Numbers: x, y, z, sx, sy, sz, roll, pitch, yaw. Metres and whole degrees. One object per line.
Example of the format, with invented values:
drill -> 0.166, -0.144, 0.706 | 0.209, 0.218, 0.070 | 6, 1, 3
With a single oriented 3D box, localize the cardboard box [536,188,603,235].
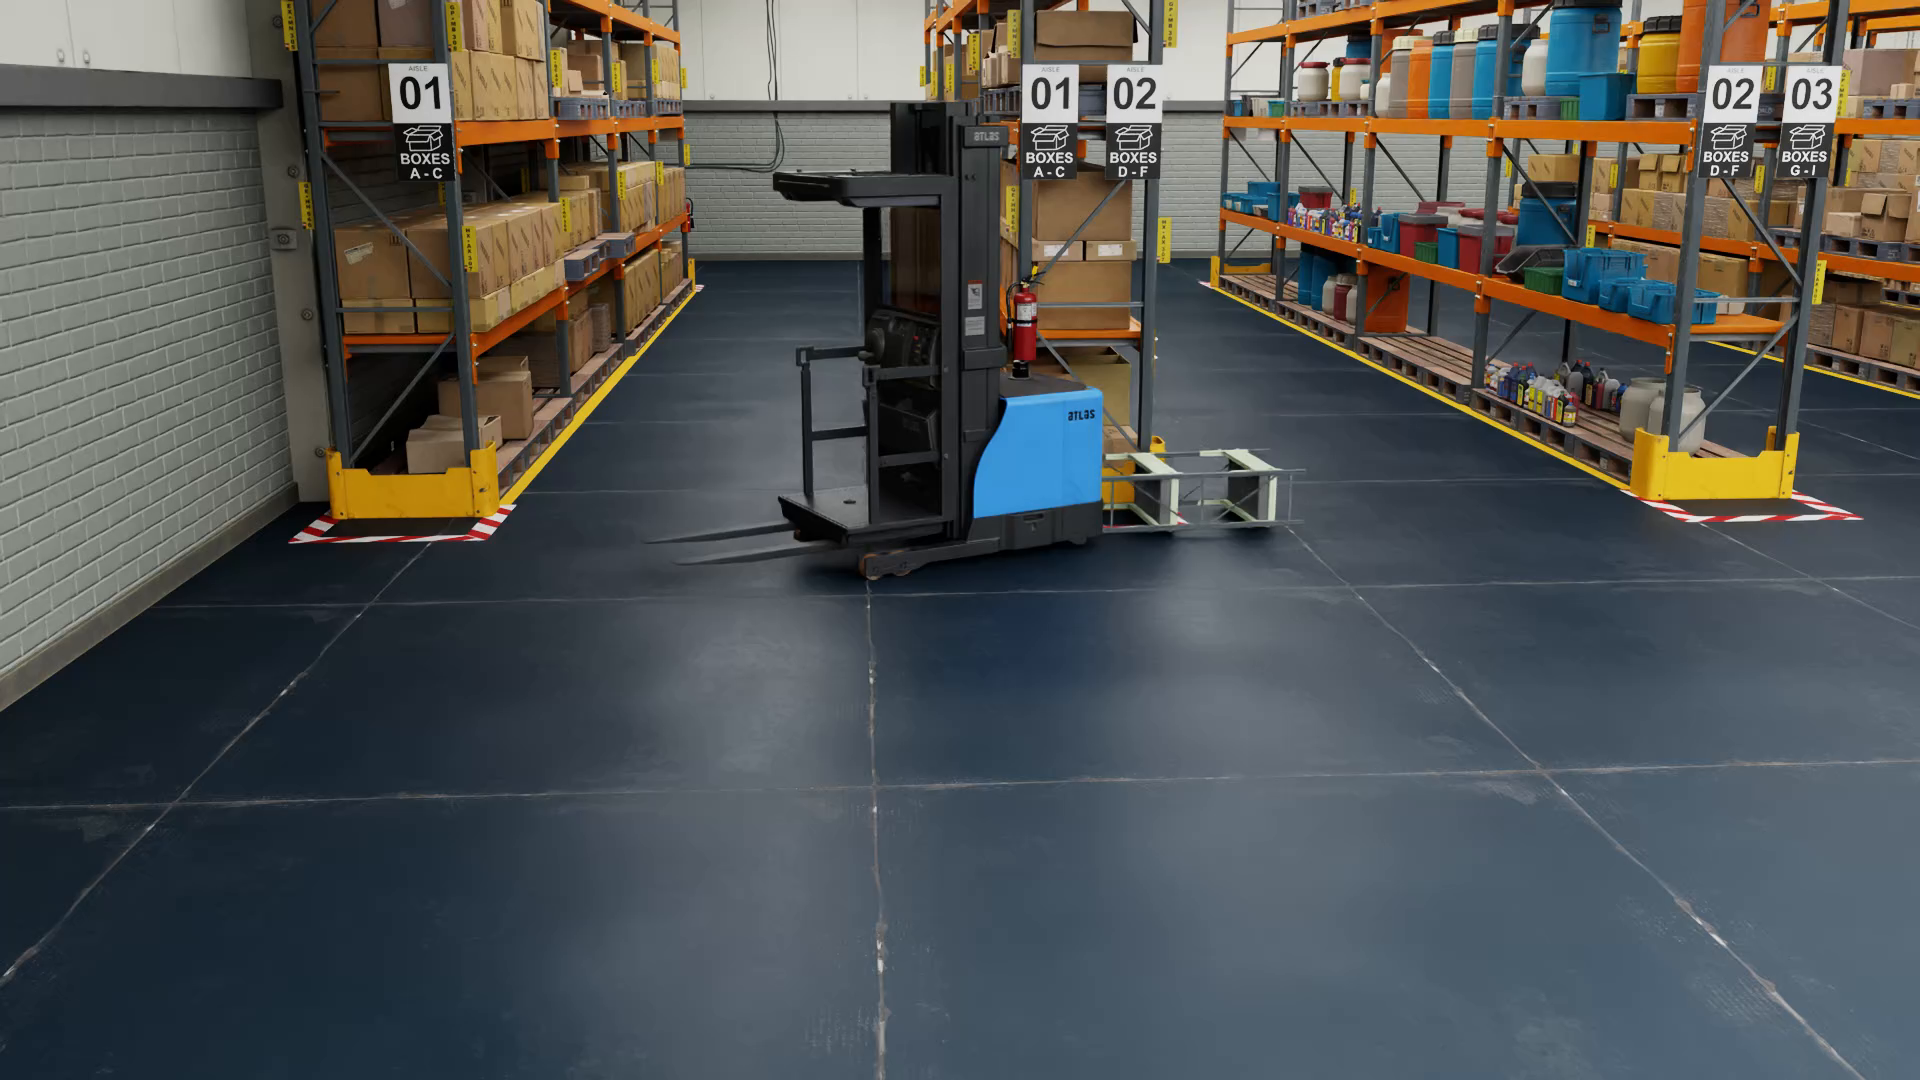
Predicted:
cardboard box -> -4.475, -3.770, 19.076 | 0.700, 0.500, 0.500 | -3, 15, -10

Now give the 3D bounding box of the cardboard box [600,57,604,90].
cardboard box -> -4.687, -5.590, 20.130 | 0.700, 0.500, 0.500 | -2, 15, -7

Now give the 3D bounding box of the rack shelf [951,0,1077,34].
rack shelf -> 0.554, -5.569, 17.357 | 1.077, 0.370, 4.000 | -1, 14, -3

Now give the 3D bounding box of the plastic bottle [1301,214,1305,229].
plastic bottle -> 4.783, -4.411, 23.051 | 0.097, 0.201, 0.097 | 0, 14, 0

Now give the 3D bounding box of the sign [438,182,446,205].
sign -> -4.820, -3.182, 15.550 | 0.100, 0.325, 0.005 | -1, 14, -3

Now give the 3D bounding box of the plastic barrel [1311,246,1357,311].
plastic barrel -> 5.187, -3.649, 23.056 | 0.600, 0.901, 0.708 | -1, 14, -3

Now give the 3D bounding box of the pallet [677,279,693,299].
pallet -> -4.882, -4.067, 26.909 | 1.003, 0.211, 1.213 | -1, 14, -3

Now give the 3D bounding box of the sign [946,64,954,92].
sign -> -0.112, -5.398, 19.429 | 0.100, 0.325, 0.005 | -1, 14, -3

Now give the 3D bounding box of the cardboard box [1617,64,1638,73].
cardboard box -> 9.961, -6.796, 24.657 | 0.700, 0.500, 0.500 | -2, 15, -7

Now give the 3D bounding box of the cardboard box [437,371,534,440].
cardboard box -> -4.002, -1.137, 14.058 | 0.700, 0.500, 0.500 | -2, 15, -7

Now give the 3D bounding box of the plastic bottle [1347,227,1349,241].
plastic bottle -> 4.920, -3.862, 20.917 | 0.097, 0.201, 0.097 | 0, 14, 0

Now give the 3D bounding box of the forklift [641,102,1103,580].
forklift -> -0.558, -1.315, 10.754 | 3.031, 2.935, 1.130 | -8, 17, -29

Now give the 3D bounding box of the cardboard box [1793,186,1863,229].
cardboard box -> 10.391, -3.973, 19.904 | 0.500, 0.500, 0.500 | -3, 15, -10

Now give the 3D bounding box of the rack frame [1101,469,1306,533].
rack frame -> 1.688, -0.272, 11.600 | 1.500, 0.400, 0.023 | -2, 15, -9

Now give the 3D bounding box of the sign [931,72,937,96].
sign -> -0.359, -6.390, 23.286 | 0.100, 0.325, 0.005 | -1, 14, -3

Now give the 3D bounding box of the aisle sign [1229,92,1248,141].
aisle sign -> 4.577, -7.040, 27.652 | 0.394, 0.787, 0.004 | -1, 14, -3

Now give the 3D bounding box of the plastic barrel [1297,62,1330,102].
plastic barrel -> 4.909, -6.360, 23.091 | 0.433, 0.535, 0.433 | 0, 14, 0

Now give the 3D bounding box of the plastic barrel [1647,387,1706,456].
plastic barrel -> 5.753, -0.950, 13.348 | 0.421, 0.512, 0.421 | 0, 14, 0

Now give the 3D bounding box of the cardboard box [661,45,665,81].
cardboard box -> -4.564, -6.925, 24.152 | 0.500, 0.500, 0.500 | -1, 14, -5

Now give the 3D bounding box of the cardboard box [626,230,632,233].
cardboard box -> -4.242, -3.729, 20.464 | 0.380, 0.149, 0.250 | 0, 14, -2

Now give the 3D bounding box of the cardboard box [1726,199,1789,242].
cardboard box -> 10.040, -4.022, 20.938 | 0.500, 0.500, 0.500 | 0, 14, -2

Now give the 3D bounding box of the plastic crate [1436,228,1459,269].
plastic crate -> 5.243, -3.045, 17.375 | 0.392, 0.384, 0.575 | -1, 14, -3

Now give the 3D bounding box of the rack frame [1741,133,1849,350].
rack frame -> 10.317, -3.855, 20.489 | 1.000, 3.000, 0.127 | -1, 14, -3

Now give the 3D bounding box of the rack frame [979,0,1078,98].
rack frame -> 0.678, -5.613, 15.284 | 1.000, 3.000, 0.127 | -1, 14, -3

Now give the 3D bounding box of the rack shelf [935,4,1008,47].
rack shelf -> 0.306, -6.563, 21.223 | 1.077, 0.370, 4.000 | -1, 14, -3

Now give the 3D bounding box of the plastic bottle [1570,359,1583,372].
plastic bottle -> 5.949, -1.558, 15.995 | 0.144, 0.351, 0.185 | -1, 14, -5

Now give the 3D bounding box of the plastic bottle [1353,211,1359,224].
plastic bottle -> 5.412, -4.361, 22.716 | 0.097, 0.271, 0.097 | 0, 14, 0

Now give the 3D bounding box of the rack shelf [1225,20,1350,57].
rack shelf -> 5.002, -7.634, 25.383 | 1.077, 0.370, 4.000 | -1, 14, -3

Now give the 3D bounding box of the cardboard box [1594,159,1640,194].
cardboard box -> 9.774, -5.394, 24.671 | 0.500, 0.500, 0.500 | 0, 14, -2

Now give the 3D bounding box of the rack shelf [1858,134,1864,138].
rack shelf -> 14.902, -6.503, 26.204 | 1.077, 0.370, 4.000 | -1, 14, -3

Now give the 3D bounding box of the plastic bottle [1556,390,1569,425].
plastic bottle -> 5.293, -1.165, 14.603 | 0.061, 0.283, 0.133 | -1, 14, -2

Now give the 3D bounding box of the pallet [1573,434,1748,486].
pallet -> 5.773, -0.659, 13.662 | 1.003, 0.211, 1.213 | -1, 14, -3

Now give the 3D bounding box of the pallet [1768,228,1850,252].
pallet -> 10.468, -3.586, 19.830 | 1.213, 0.211, 1.003 | -1, 14, -3

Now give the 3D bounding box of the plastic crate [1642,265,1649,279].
plastic crate -> 5.961, -2.440, 15.290 | 0.499, 0.251, 0.616 | -1, 14, -3

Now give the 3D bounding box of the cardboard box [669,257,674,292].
cardboard box -> -4.763, -4.053, 25.434 | 0.700, 0.500, 0.500 | -1, 14, -2

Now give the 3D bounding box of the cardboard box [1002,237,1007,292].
cardboard box -> 0.751, -2.515, 15.081 | 0.700, 0.500, 0.500 | -1, 14, -4

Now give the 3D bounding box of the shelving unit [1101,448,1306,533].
shelving unit -> 1.626, -0.362, 11.949 | 1.500, 0.431, 0.755 | -2, 15, -9

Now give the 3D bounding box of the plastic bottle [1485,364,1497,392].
plastic bottle -> 5.204, -1.589, 16.276 | 0.097, 0.271, 0.097 | 0, 14, 0

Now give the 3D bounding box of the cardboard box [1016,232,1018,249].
cardboard box -> 0.648, -2.424, 13.427 | 0.380, 0.149, 0.250 | 0, 14, -2

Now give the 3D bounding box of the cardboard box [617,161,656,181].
cardboard box -> -4.478, -5.073, 22.882 | 0.500, 0.250, 0.500 | -1, 14, -2

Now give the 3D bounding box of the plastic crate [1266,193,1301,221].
plastic crate -> 4.757, -4.905, 24.483 | 0.392, 0.384, 0.575 | -1, 14, -3

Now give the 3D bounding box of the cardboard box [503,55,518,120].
cardboard box -> -3.878, -3.630, 13.353 | 0.500, 0.500, 0.500 | 0, 14, 0

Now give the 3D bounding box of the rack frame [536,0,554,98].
rack frame -> -4.266, -5.536, 14.983 | 1.000, 3.000, 0.127 | -1, 14, -3

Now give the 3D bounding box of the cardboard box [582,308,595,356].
cardboard box -> -4.502, -2.320, 18.656 | 0.700, 0.500, 0.500 | -1, 14, -4

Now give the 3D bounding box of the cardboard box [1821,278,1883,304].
cardboard box -> 10.432, -2.923, 19.494 | 0.500, 0.250, 0.500 | 1, 14, 3

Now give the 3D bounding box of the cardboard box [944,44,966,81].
cardboard box -> 0.114, -6.803, 23.721 | 0.700, 0.500, 0.500 | -1, 14, -3

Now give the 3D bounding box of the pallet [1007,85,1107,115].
pallet -> 0.908, -3.299, 12.487 | 1.003, 0.211, 1.213 | -1, 14, -3

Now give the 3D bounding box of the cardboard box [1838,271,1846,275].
cardboard box -> 14.629, -4.331, 27.216 | 0.380, 0.149, 0.250 | -1, 14, -3

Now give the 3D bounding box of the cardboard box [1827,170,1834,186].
cardboard box -> 14.589, -5.840, 27.405 | 0.500, 0.500, 0.500 | -1, 14, -3

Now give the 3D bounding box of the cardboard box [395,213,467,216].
cardboard box -> -4.349, -2.429, 13.703 | 0.500, 0.500, 0.500 | -1, 14, -3

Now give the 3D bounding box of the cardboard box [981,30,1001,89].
cardboard box -> 0.446, -4.351, 15.073 | 0.500, 0.500, 0.500 | 0, 14, 1

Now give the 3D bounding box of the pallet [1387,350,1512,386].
pallet -> 5.456, -1.932, 18.611 | 1.003, 0.211, 1.213 | -1, 14, -3
